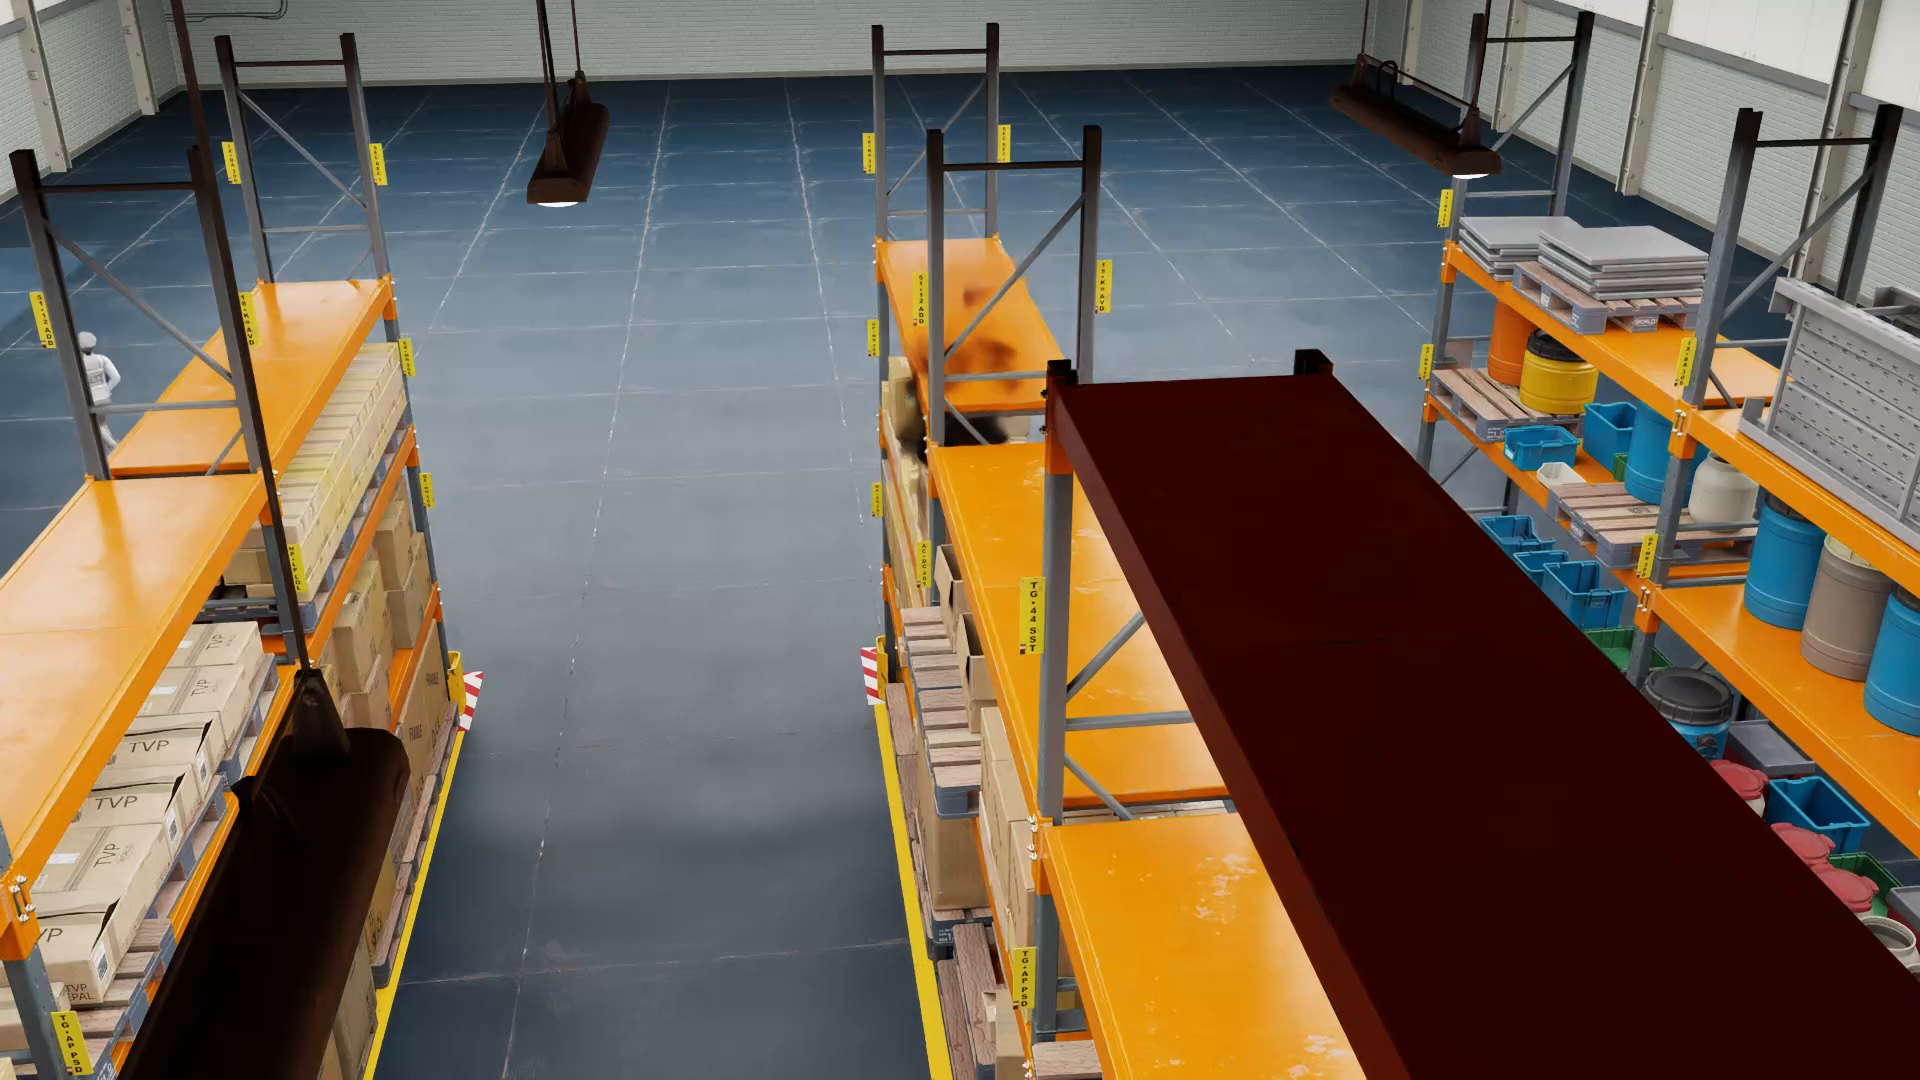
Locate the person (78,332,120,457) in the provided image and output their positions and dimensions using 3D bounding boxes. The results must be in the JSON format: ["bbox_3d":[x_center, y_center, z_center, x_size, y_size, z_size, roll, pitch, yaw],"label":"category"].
[{"bbox_3d":[-10.463,-1.696,20.160,0.537,1.673,0.616,23,34,39],"label":"person"}]
